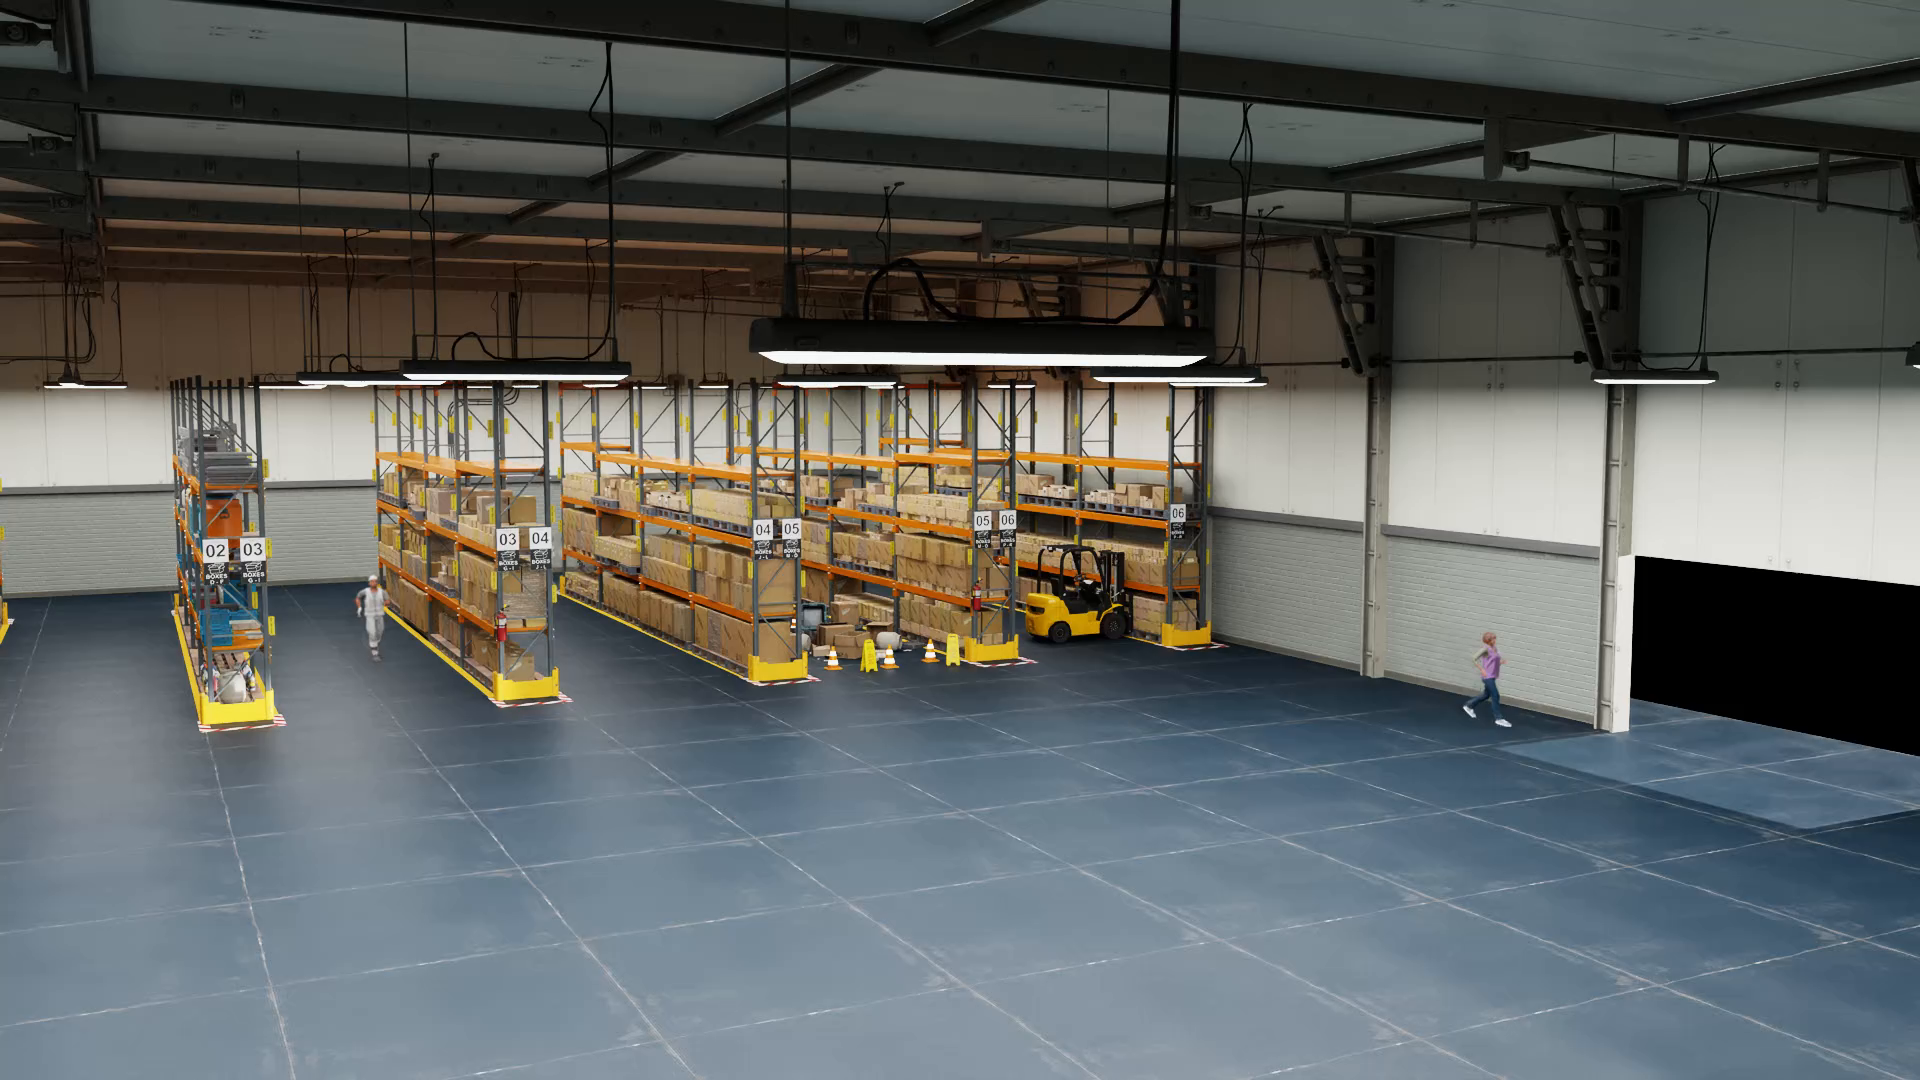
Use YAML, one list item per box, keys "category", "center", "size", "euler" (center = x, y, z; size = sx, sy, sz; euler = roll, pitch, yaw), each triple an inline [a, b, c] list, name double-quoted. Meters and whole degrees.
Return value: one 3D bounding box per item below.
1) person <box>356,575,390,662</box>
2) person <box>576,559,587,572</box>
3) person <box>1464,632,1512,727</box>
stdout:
- category: "person"
  center: [-12.503, 1.641, 35.513]
  size: [0.659, 1.787, 0.980]
  euler: [-3, 6, -33]
- category: "person"
  center: [-11.184, 0.558, 48.900]
  size: [1.074, 1.564, 0.679]
  euler: [1, 5, 14]
- category: "person"
  center: [9.072, 2.367, 28.561]
  size: [0.893, 1.586, 0.536]
  euler: [4, 7, 39]
